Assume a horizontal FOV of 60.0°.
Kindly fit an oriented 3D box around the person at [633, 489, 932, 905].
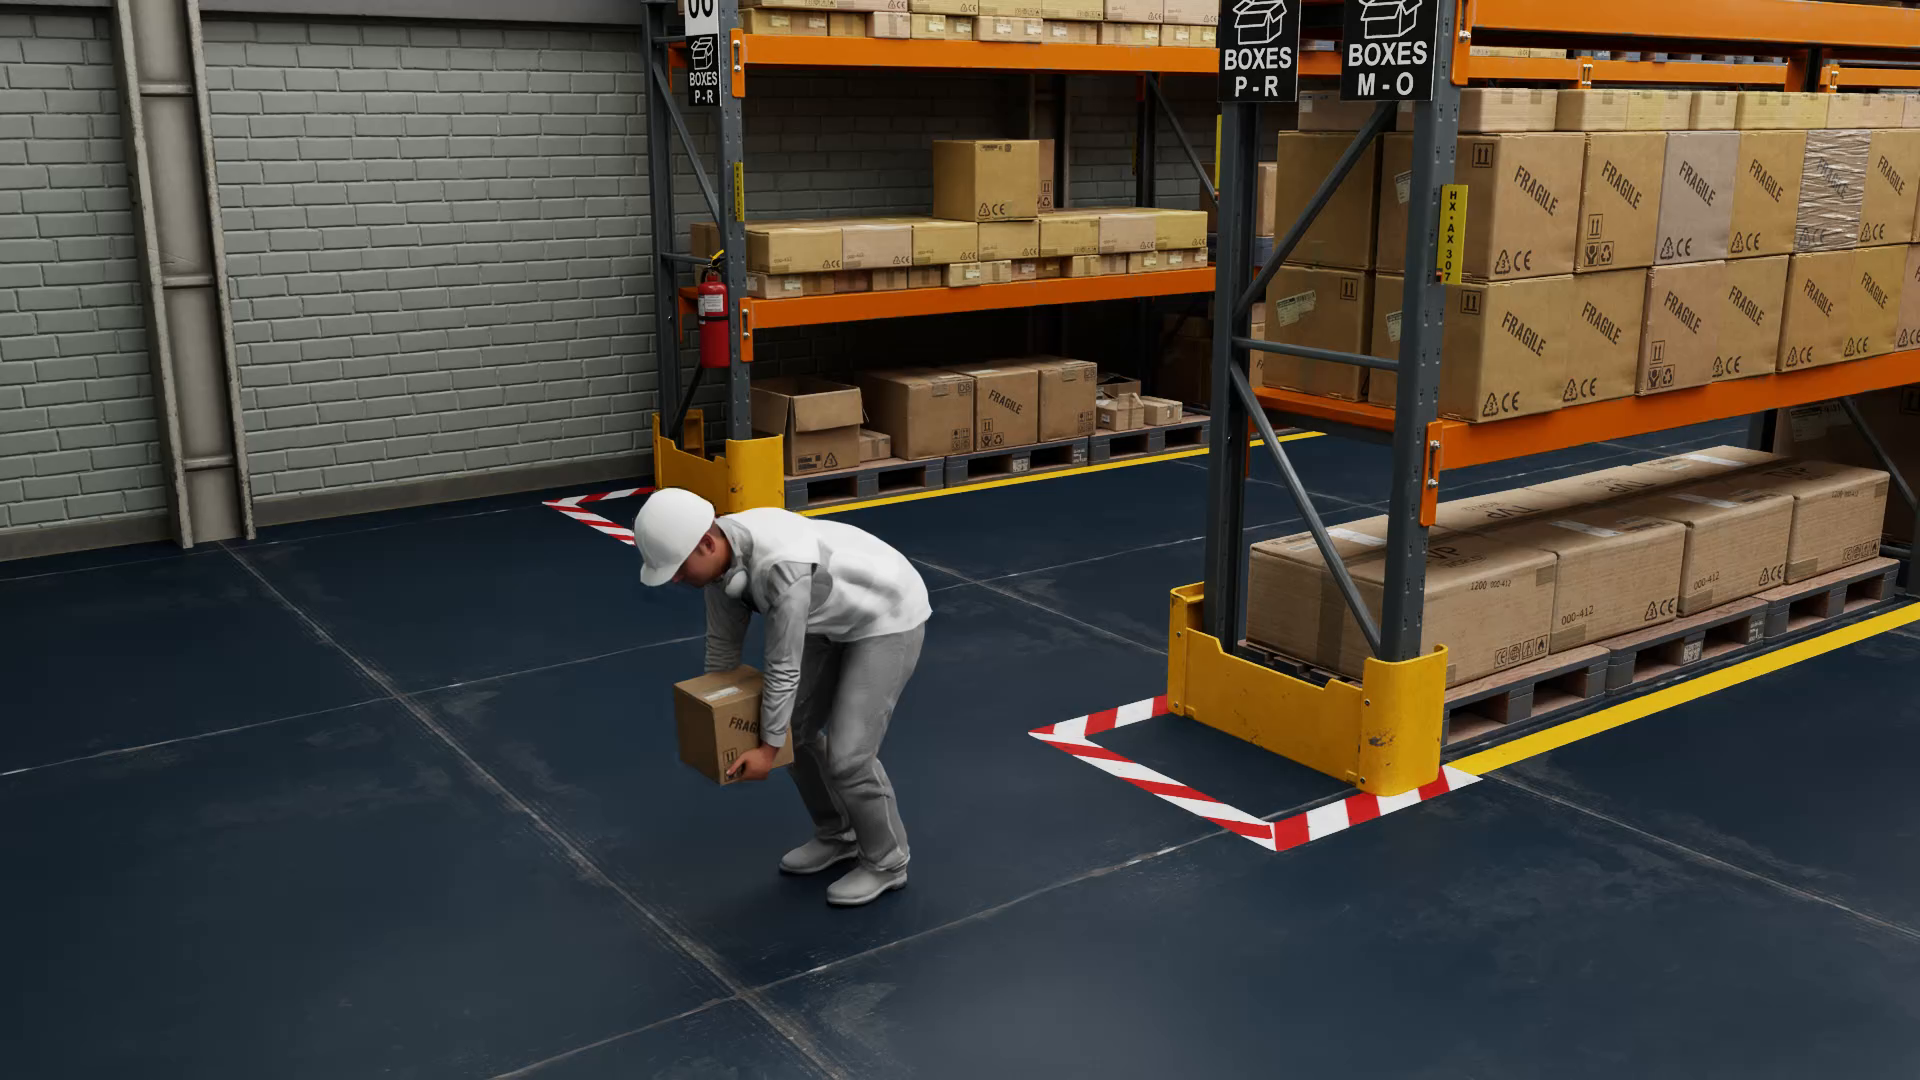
[{"bbox_3d":[-0.526,0.457,5.023,0.936,1.351,0.471,-11,18,-36],"label":"person"}]
